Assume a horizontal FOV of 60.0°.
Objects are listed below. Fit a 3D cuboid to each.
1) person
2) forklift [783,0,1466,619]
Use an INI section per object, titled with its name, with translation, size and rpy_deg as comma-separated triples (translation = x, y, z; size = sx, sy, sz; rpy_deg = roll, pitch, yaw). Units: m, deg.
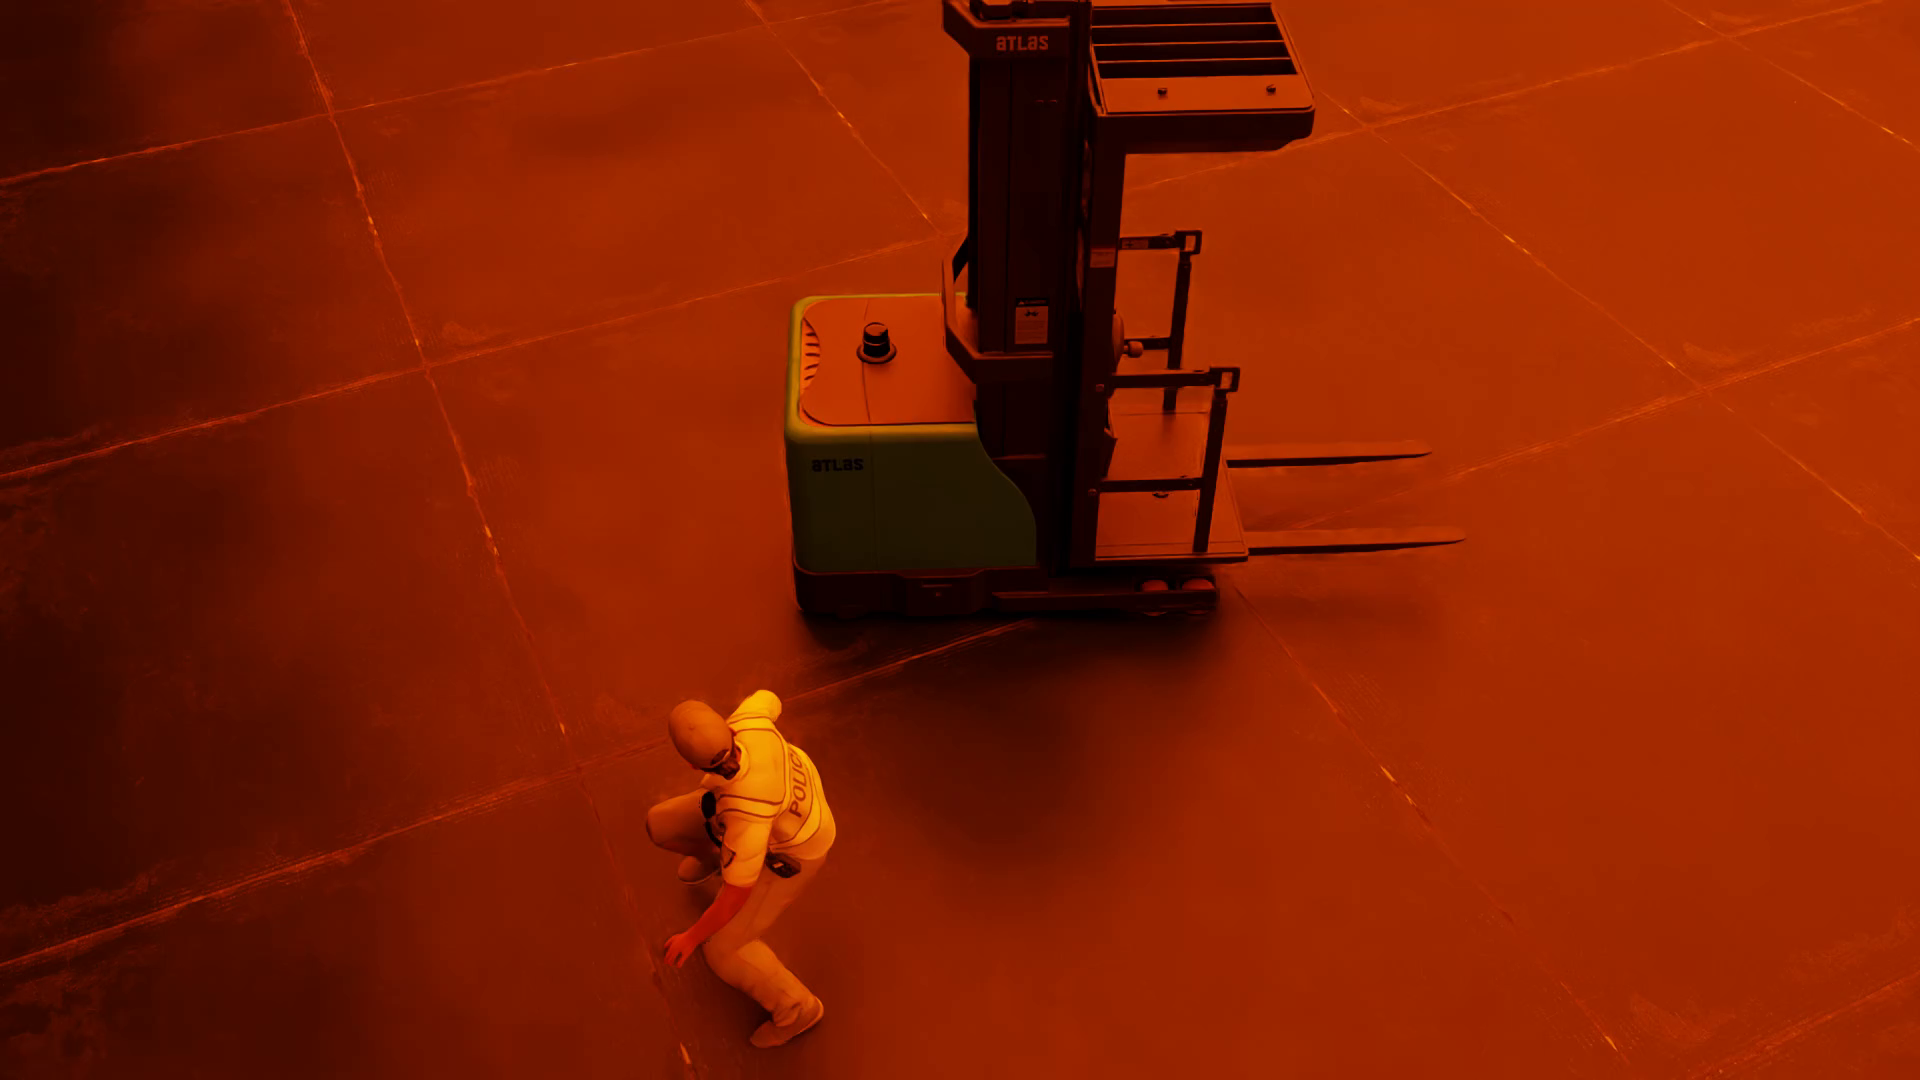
[person]
translation = -0.755, 1.034, 5.724
size = 0.663, 1.454, 0.825
rpy_deg = -11, 44, -12
[forklift]
translation = 0.759, -1.095, 6.853
size = 3.031, 2.935, 1.130
rpy_deg = -2, 43, -2
